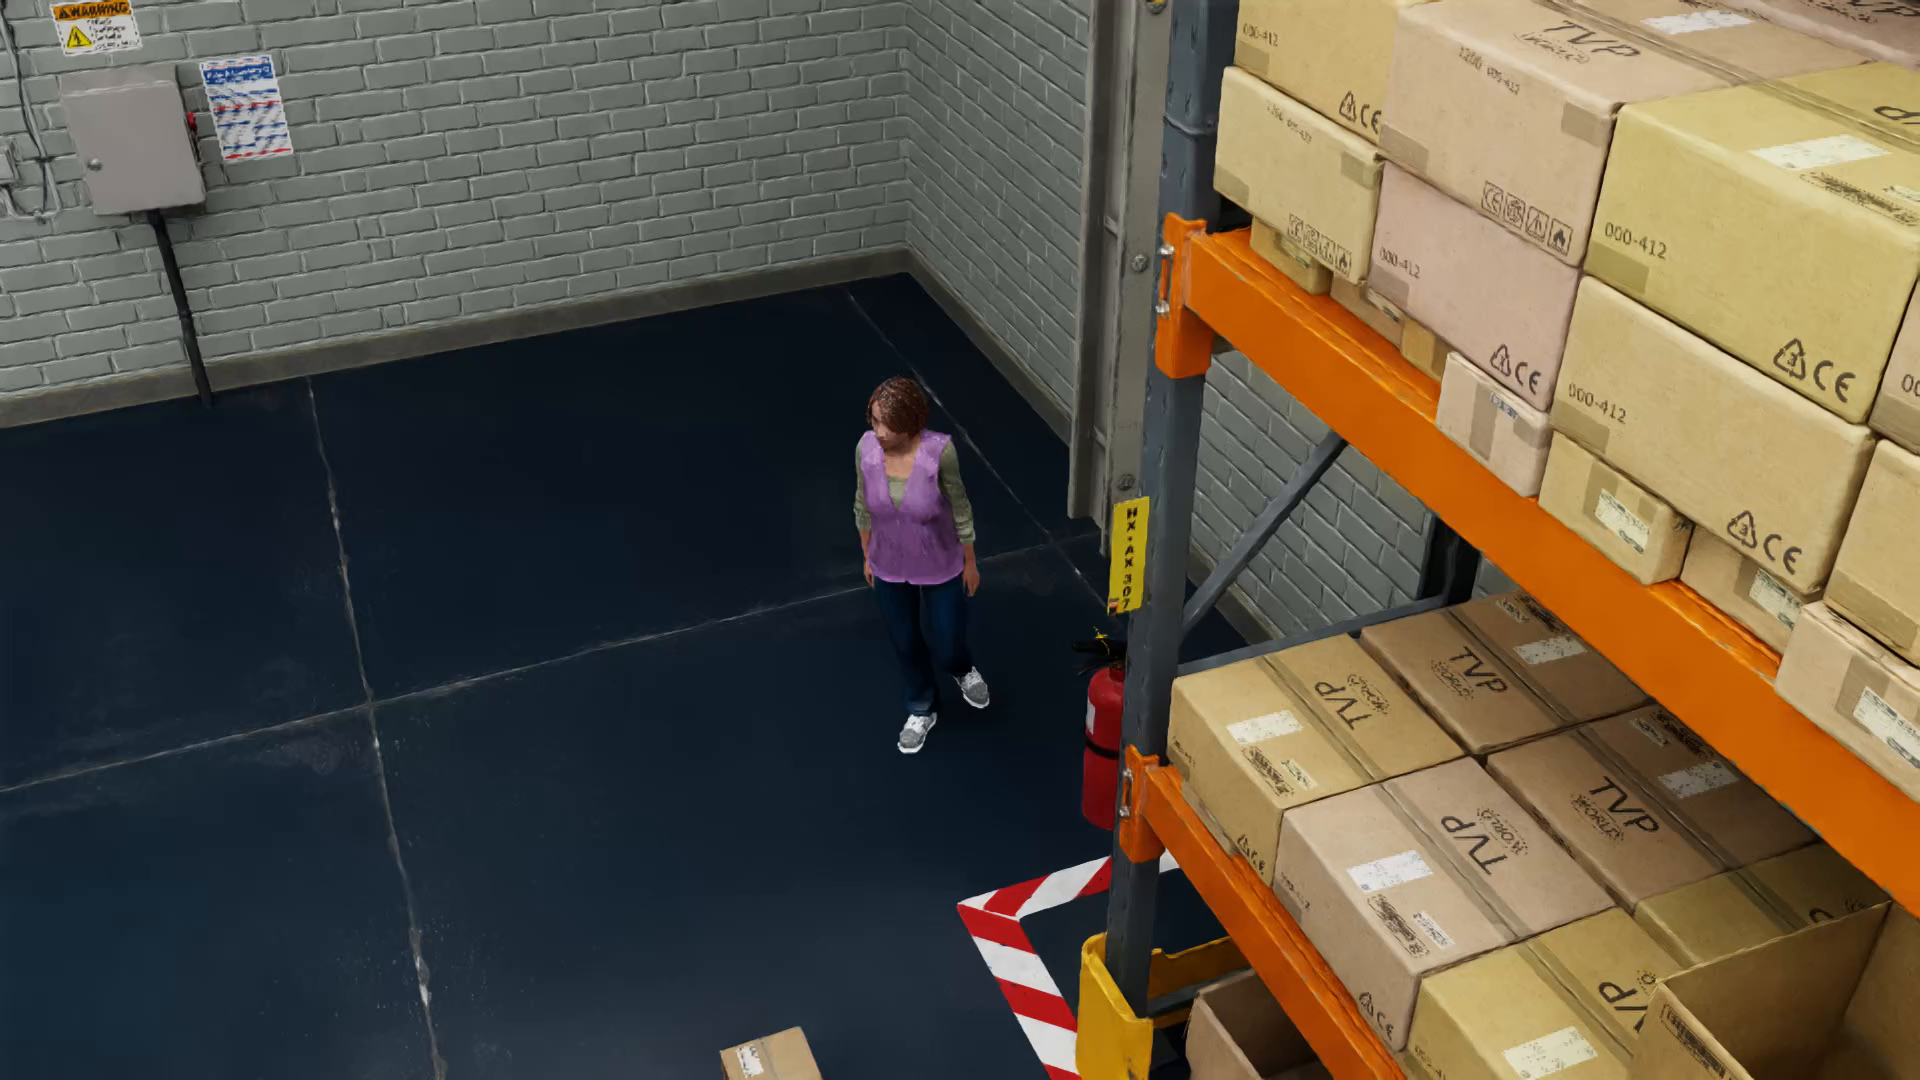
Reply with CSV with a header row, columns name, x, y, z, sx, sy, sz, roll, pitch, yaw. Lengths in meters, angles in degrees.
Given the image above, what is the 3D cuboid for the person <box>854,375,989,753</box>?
name,x,y,z,sx,sy,sz,roll,pitch,yaw
person,-0.134,0.066,6.048,0.469,1.591,0.487,8,35,12
